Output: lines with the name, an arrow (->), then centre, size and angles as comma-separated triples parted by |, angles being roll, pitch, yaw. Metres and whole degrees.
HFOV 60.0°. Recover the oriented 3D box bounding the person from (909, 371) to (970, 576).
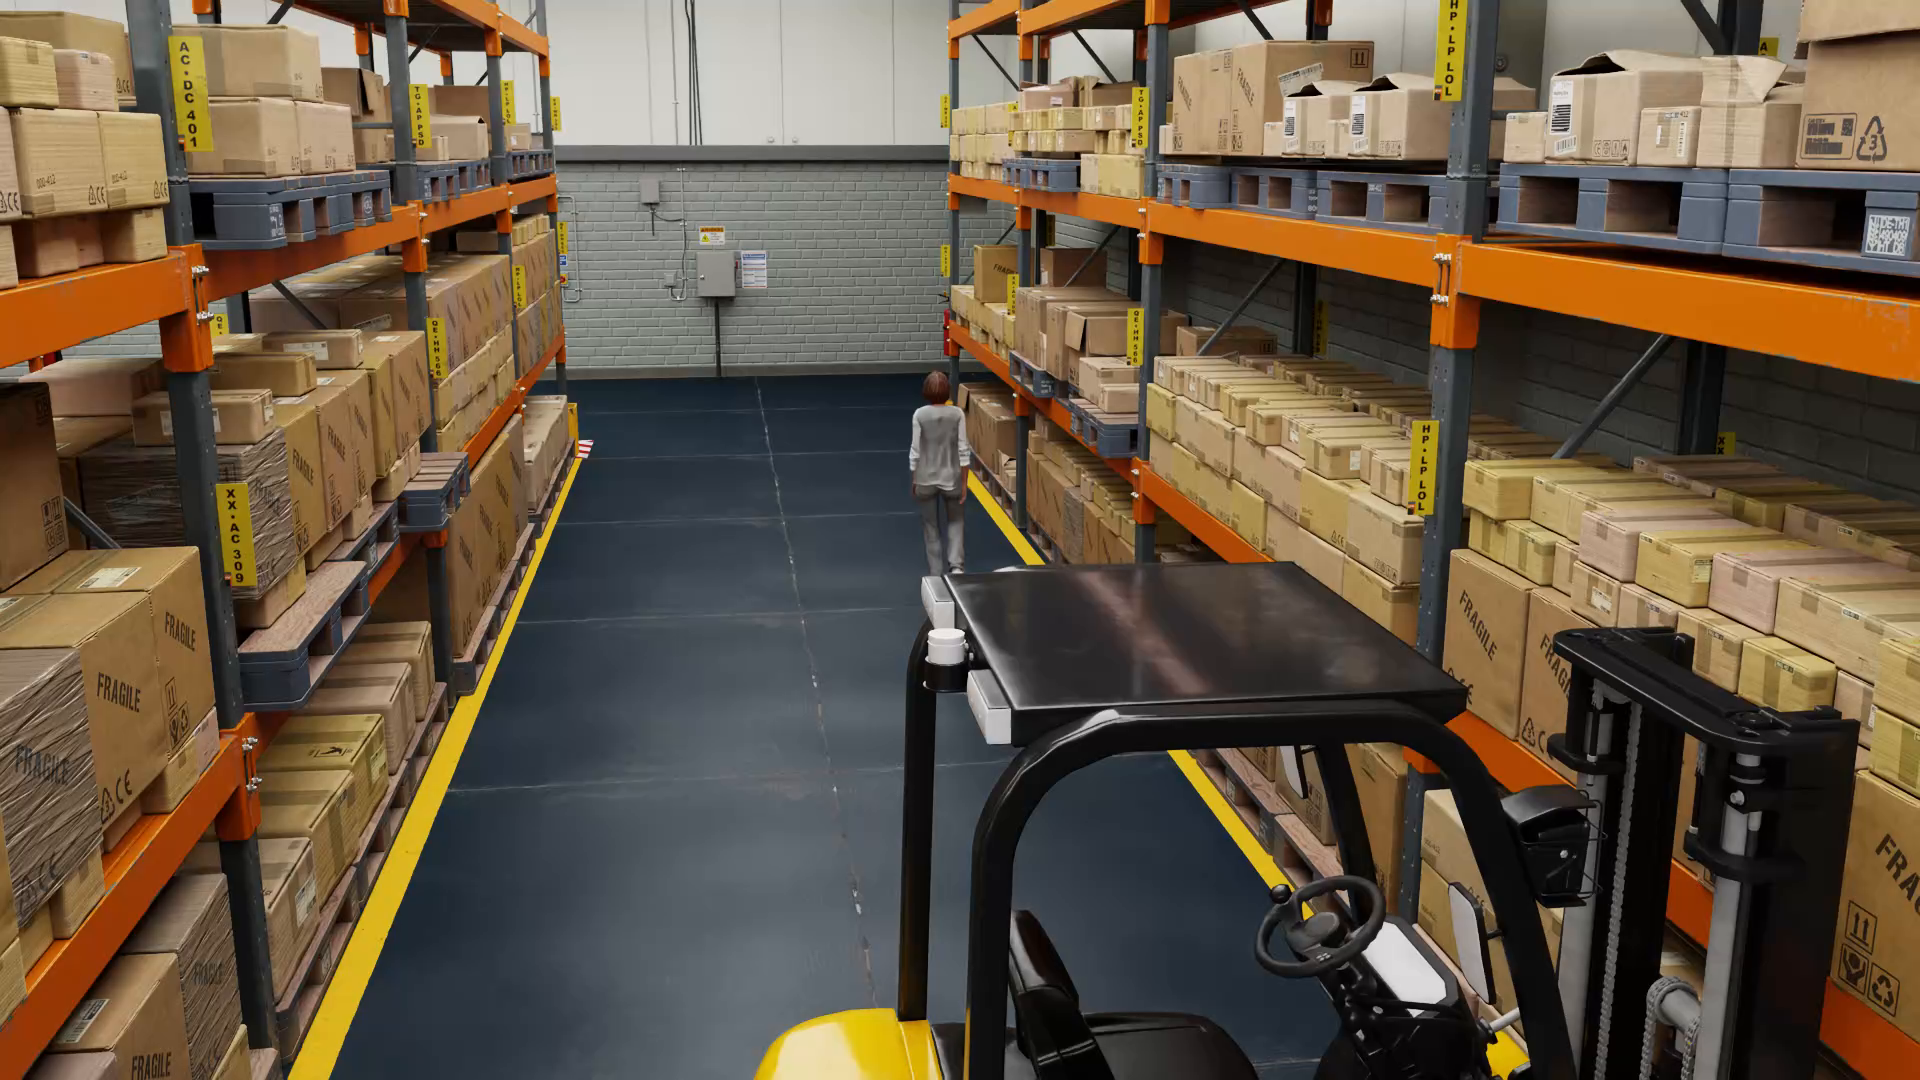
person -> -0.144, -0.385, 11.518 | 0.414, 1.591, 0.409 | -2, 14, -7
